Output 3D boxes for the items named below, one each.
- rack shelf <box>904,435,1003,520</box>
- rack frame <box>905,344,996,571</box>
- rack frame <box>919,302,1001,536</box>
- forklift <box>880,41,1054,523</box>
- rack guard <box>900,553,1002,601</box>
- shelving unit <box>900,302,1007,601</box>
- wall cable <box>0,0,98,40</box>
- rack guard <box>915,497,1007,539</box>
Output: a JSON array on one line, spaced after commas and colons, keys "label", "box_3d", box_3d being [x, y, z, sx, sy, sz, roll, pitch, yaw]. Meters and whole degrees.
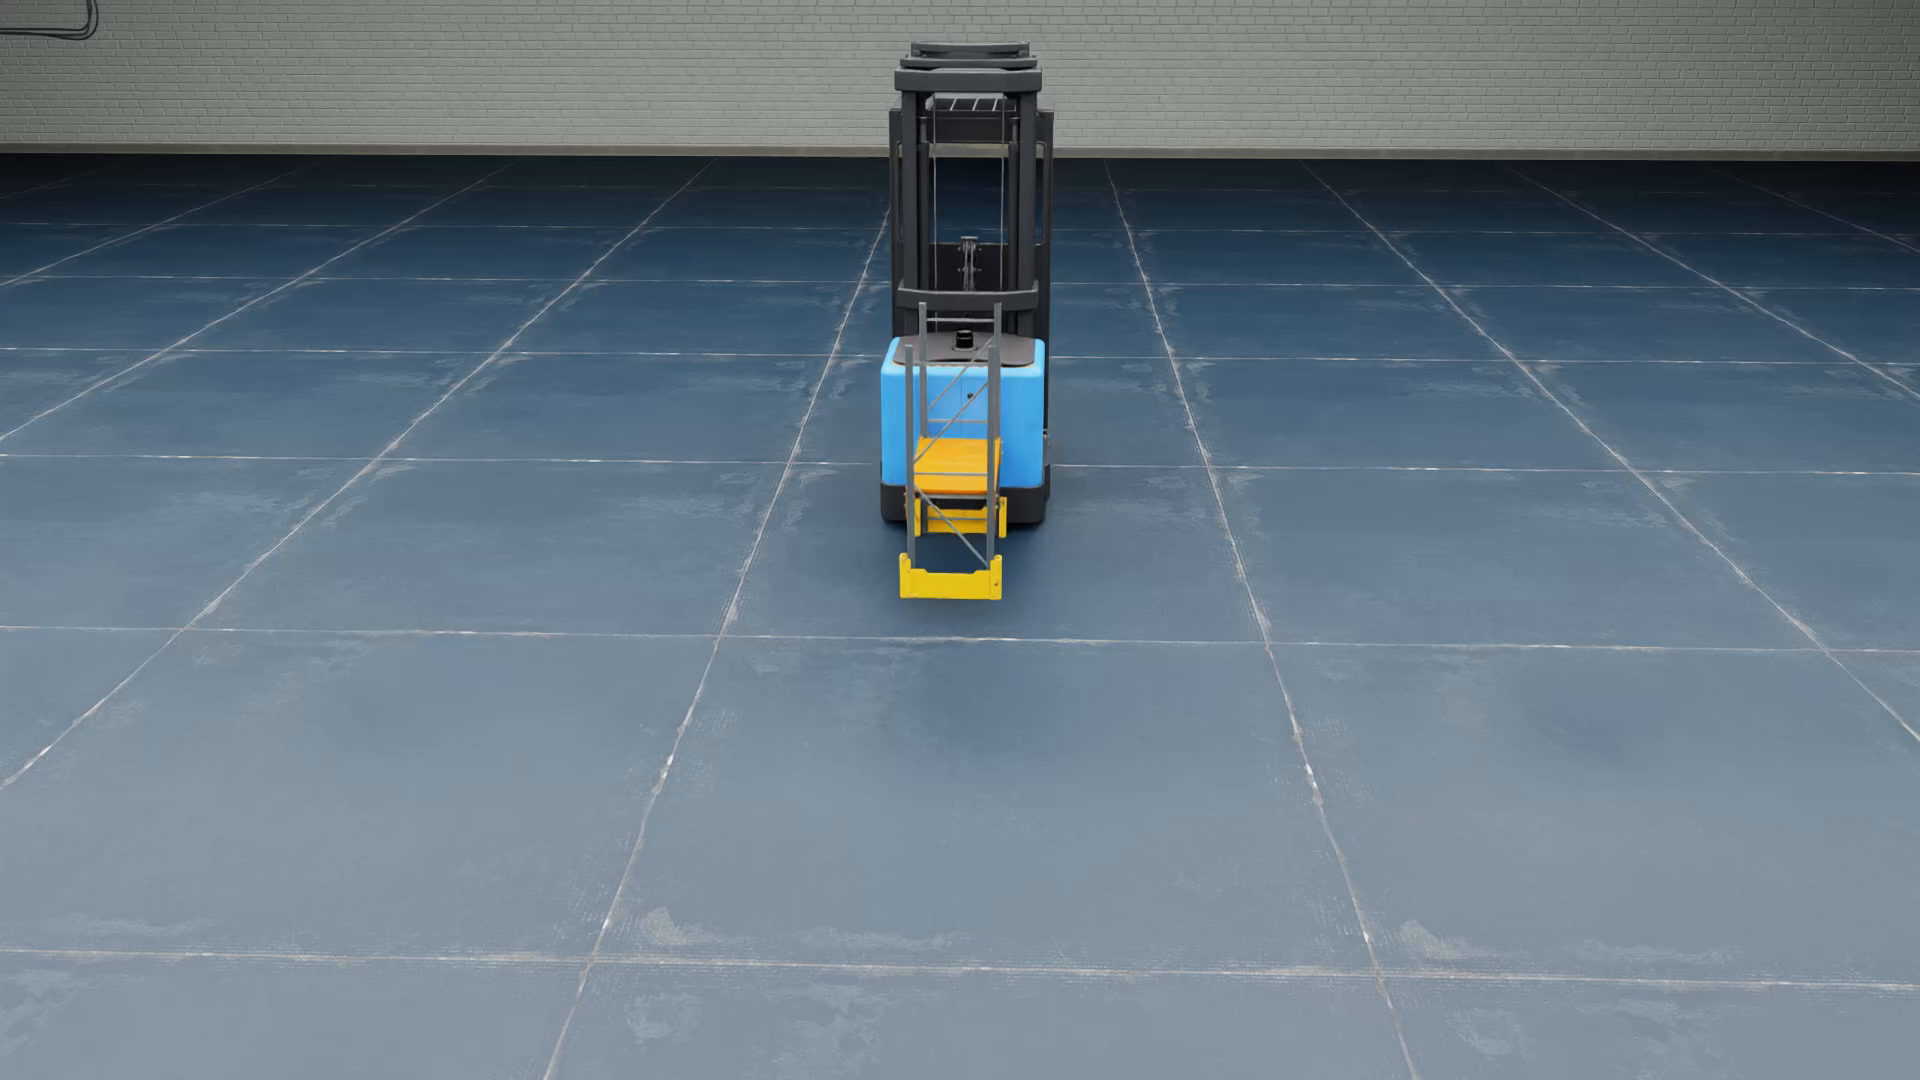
[{"label": "rack shelf", "box_3d": [-0.026, -0.385, 9.945, 0.538, 0.185, 1.000, 1, 21, 3]}, {"label": "rack frame", "box_3d": [-0.054, -0.369, 9.406, 0.500, 1.500, 0.032, 1, 21, 3]}, {"label": "rack frame", "box_3d": [0.001, -0.736, 10.353, 0.500, 1.500, 0.032, 1, 21, 3]}, {"label": "forklift", "box_3d": [0.089, -1.961, 11.532, 1.130, 2.935, 3.031, 1, 21, 3]}, {"label": "rack guard", "box_3d": [-0.054, 0.213, 9.634, 0.587, 0.250, 0.087, 1, 21, 3]}, {"label": "shelving unit", "box_3d": [-0.027, -0.549, 9.871, 0.587, 1.500, 1.083, 1, 21, 3]}, {"label": "wall cable", "box_3d": [-14.763, -8.861, 25.219, 3.097, 2.526, 0.112, 1, 21, 2]}, {"label": "rack guard", "box_3d": [0.000, -0.146, 10.561, 0.587, 0.250, 0.087, 1, 21, 3]}]
